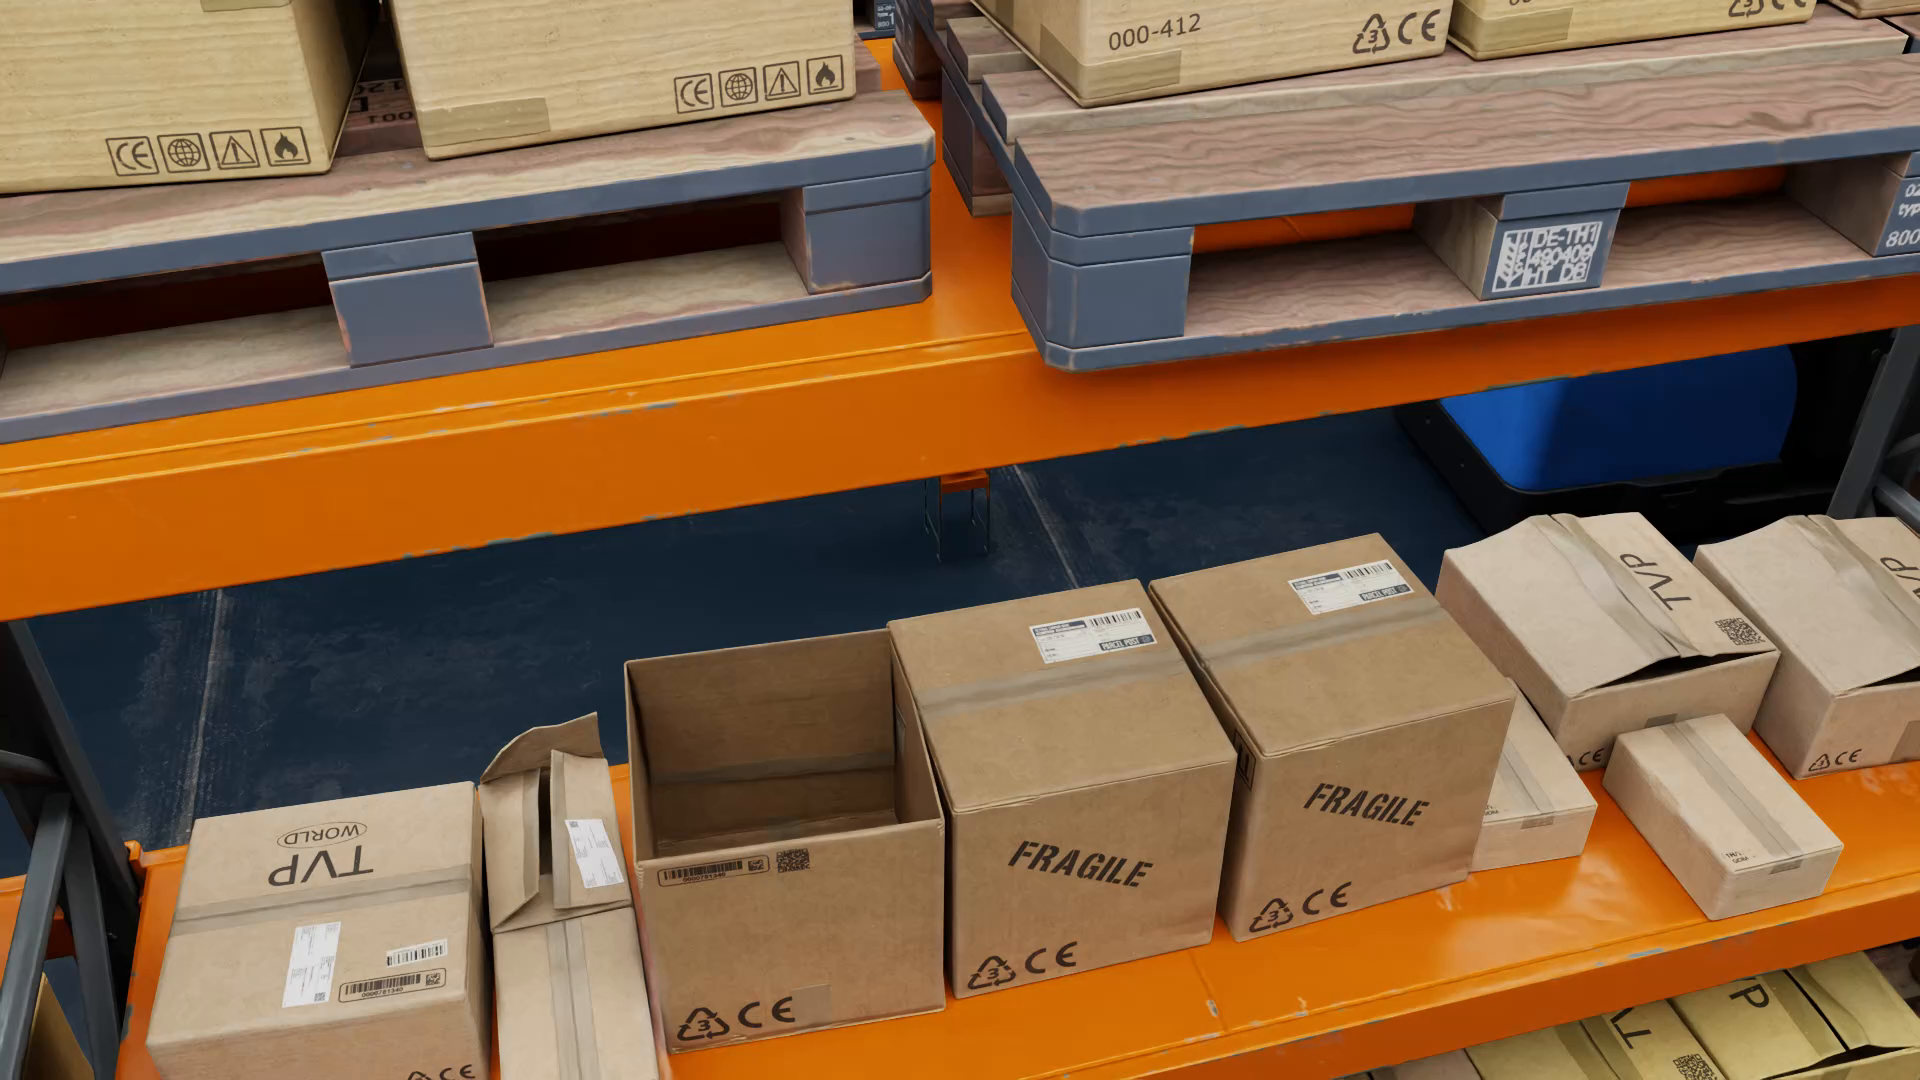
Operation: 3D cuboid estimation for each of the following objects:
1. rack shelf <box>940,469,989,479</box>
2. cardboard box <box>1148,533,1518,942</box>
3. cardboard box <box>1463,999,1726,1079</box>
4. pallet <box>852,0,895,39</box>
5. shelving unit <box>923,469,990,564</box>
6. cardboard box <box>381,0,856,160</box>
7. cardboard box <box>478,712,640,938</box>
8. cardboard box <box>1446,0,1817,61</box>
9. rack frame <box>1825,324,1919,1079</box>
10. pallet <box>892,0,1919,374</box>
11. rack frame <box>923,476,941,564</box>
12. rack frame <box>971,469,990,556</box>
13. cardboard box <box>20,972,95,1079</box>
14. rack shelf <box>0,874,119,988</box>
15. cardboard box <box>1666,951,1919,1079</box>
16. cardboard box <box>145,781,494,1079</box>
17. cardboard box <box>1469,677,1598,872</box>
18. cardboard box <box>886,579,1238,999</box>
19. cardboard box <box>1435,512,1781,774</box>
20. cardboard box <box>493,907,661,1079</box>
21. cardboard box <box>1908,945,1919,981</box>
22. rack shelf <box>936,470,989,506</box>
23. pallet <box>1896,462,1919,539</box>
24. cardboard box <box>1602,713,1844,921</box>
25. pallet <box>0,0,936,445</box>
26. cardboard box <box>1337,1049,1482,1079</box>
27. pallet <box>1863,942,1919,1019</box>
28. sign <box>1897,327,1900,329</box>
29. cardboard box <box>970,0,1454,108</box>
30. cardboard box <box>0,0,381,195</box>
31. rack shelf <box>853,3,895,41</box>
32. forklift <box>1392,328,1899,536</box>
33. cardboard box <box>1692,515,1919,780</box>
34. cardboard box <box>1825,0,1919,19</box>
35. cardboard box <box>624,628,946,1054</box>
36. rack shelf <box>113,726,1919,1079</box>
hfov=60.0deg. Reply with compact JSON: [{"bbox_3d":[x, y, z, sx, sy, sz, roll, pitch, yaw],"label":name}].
[{"bbox_3d":[-0.014,-0.344,5.982,0.180,0.103,0.258,-9,38,-12],"label":"rack shelf"},{"bbox_3d":[0.676,0.370,3.215,0.500,0.500,0.500,-11,39,-14],"label":"cardboard box"},{"bbox_3d":[1.350,1.151,3.733,0.500,0.311,0.500,-10,39,-13],"label":"cardboard box"},{"bbox_3d":[-0.904,-2.357,7.020,1.213,0.211,1.003,-9,38,-12],"label":"pallet"},{"bbox_3d":[-0.014,-0.474,5.882,0.189,1.200,0.258,-9,38,-12],"label":"shelving unit"},{"bbox_3d":[-0.444,-0.711,2.020,0.500,0.250,0.500,-13,39,-16],"label":"cardboard box"},{"bbox_3d":[-0.770,0.574,3.141,0.258,0.266,0.396,-10,39,-13],"label":"cardboard box"},{"bbox_3d":[0.811,-0.882,2.243,0.500,0.250,0.500,-10,39,-13],"label":"cardboard box"},{"bbox_3d":[2.291,0.134,3.605,0.127,3.000,1.000,-9,38,-12],"label":"rack frame"},{"bbox_3d":[0.580,-0.643,2.308,1.213,0.211,1.003,-8,38,-10],"label":"pallet"},{"bbox_3d":[-0.102,-0.460,5.863,0.006,1.200,0.240,-9,38,-12],"label":"rack frame"},{"bbox_3d":[0.074,-0.489,5.901,0.006,1.200,0.240,-9,38,-12],"label":"rack frame"},{"bbox_3d":[-2.100,1.285,3.401,0.500,0.500,0.500,-9,38,-12],"label":"cardboard box"},{"bbox_3d":[-3.501,1.371,2.582,4.000,0.370,1.077,-9,38,-12],"label":"rack shelf"},{"bbox_3d":[1.850,1.064,3.846,0.500,0.311,0.500,-8,38,-11],"label":"cardboard box"},{"bbox_3d":[-1.107,0.724,2.958,0.500,0.250,0.500,-7,38,-9],"label":"cardboard box"},{"bbox_3d":[1.075,0.469,3.374,0.250,0.149,0.380,-7,38,-9],"label":"cardboard box"},{"bbox_3d":[0.167,0.453,3.106,0.500,0.500,0.500,-9,38,-12],"label":"cardboard box"},{"bbox_3d":[1.377,0.198,3.596,0.500,0.311,0.500,-10,38,-12],"label":"cardboard box"},{"bbox_3d":[-0.662,0.847,2.880,0.250,0.149,0.380,-9,38,-12],"label":"cardboard box"},{"bbox_3d":[2.805,1.048,4.106,0.500,0.500,0.500,-8,38,-10],"label":"cardboard box"},{"bbox_3d":[-0.014,-0.248,6.055,0.180,0.103,0.258,-9,38,-12],"label":"rack shelf"},{"bbox_3d":[2.927,0.062,3.858,1.003,0.211,1.213,-9,38,-12],"label":"pallet"},{"bbox_3d":[1.495,0.539,3.284,0.250,0.149,0.380,-9,38,-12],"label":"cardboard box"},{"bbox_3d":[-0.722,-0.495,2.116,1.217,0.209,0.805,-11,39,-14],"label":"pallet"},{"bbox_3d":[0.862,1.229,3.631,0.500,0.311,0.500,-10,38,-12],"label":"cardboard box"},{"bbox_3d":[3.022,1.146,4.578,1.213,0.211,1.003,-9,38,-12],"label":"pallet"},{"bbox_3d":[2.141,-0.611,3.692,0.005,0.325,0.100,-9,38,-12],"label":"sign"},{"bbox_3d":[0.291,-0.797,2.133,0.500,0.250,0.500,-12,39,-16],"label":"cardboard box"},{"bbox_3d":[-0.973,-0.623,1.904,0.500,0.250,0.500,-6,38,-7],"label":"cardboard box"},{"bbox_3d":[-0.935,-2.168,7.208,4.000,0.370,1.077,-9,38,-12],"label":"rack shelf"},{"bbox_3d":[3.347,-1.575,5.897,3.031,2.935,1.130,-8,38,-10],"label":"forklift"},{"bbox_3d":[1.929,0.202,3.591,0.500,0.311,0.500,-7,38,-9],"label":"cardboard box"},{"bbox_3d":[1.367,-0.966,2.353,0.500,0.250,0.500,-8,38,-11],"label":"cardboard box"},{"bbox_3d":[-0.316,0.533,3.002,0.500,0.500,0.500,-7,38,-9],"label":"cardboard box"},{"bbox_3d":[0.360,0.737,3.410,4.000,0.370,1.077,-9,38,-12],"label":"rack shelf"}]
